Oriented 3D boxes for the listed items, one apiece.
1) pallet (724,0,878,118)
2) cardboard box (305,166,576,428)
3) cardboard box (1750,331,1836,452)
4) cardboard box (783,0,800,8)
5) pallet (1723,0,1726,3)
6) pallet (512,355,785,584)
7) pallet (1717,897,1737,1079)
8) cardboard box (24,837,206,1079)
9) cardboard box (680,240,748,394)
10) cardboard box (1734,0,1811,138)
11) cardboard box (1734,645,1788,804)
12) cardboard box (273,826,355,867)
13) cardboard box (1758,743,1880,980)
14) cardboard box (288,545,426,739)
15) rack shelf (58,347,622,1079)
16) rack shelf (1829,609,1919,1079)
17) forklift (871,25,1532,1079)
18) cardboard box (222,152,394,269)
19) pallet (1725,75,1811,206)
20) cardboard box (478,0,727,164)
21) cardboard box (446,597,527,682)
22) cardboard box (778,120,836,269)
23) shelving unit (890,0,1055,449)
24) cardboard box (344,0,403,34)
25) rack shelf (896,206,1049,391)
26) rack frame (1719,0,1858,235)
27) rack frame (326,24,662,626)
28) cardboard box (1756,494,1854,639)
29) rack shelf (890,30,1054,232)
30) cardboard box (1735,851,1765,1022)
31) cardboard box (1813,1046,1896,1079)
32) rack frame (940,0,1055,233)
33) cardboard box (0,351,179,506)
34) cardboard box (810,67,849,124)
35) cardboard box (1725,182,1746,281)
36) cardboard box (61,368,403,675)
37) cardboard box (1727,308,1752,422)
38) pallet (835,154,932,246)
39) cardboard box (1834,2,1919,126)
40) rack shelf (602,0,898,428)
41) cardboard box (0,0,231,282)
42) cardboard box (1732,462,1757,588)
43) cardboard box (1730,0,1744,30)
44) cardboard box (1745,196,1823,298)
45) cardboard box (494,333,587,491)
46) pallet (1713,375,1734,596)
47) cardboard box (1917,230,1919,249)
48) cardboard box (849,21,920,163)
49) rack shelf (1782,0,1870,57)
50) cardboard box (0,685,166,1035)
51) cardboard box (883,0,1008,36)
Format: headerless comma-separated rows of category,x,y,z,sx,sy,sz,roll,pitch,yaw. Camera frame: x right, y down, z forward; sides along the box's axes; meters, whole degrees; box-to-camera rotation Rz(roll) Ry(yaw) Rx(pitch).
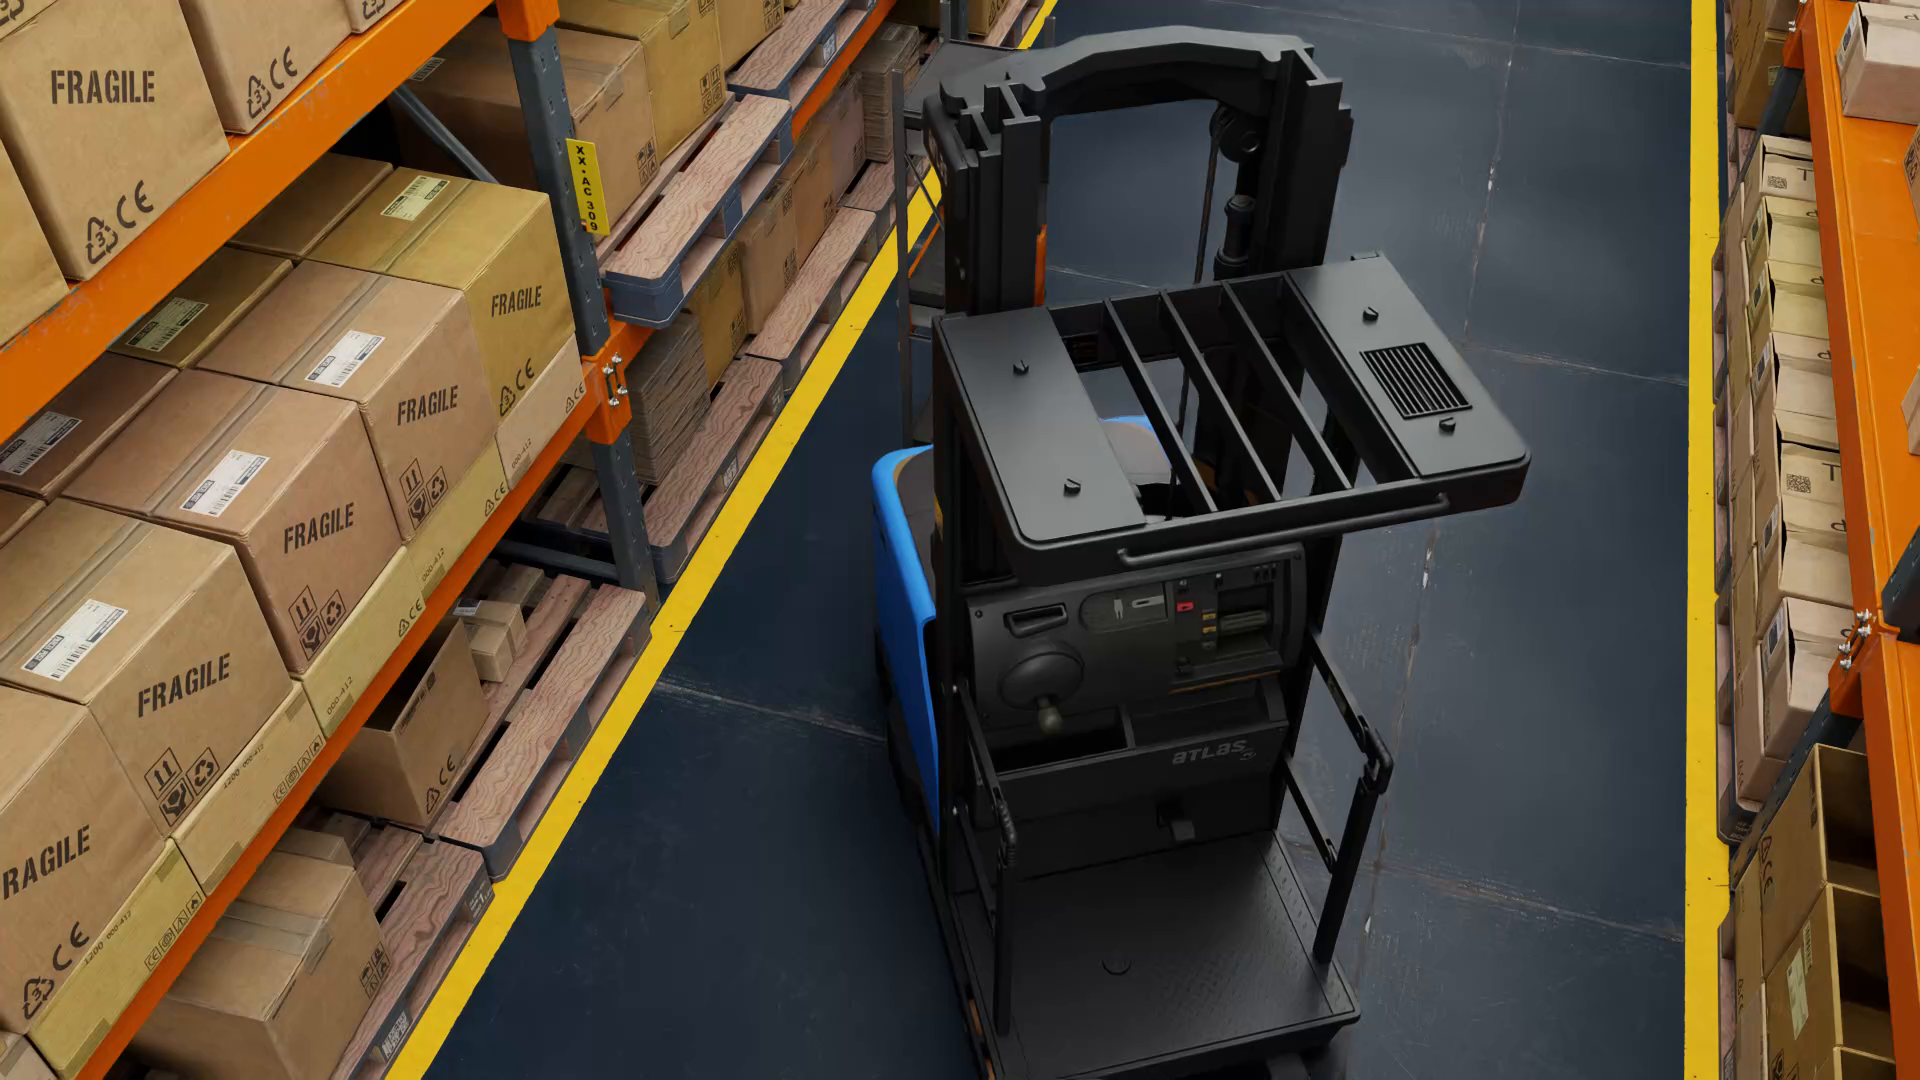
pallet,-1.008,-2.147,6.937,1.003,0.211,1.213,13,46,13
cardboard box,-1.508,-0.718,4.896,0.500,0.500,0.500,12,46,12
cardboard box,3.373,-0.544,6.426,0.500,0.311,0.500,12,46,12
cardboard box,-0.937,-2.586,6.862,0.700,0.500,0.500,13,46,13
pallet,5.275,-3.616,10.295,1.003,0.211,1.213,13,46,13
pallet,-1.425,-0.400,7.008,1.003,0.211,1.213,13,46,13
pallet,2.782,1.687,4.875,1.003,0.211,1.213,13,46,13
cardboard box,-2.117,0.890,3.789,0.500,0.250,0.500,12,46,12
cardboard box,-1.344,-0.991,7.090,0.700,0.500,0.500,12,46,12
cardboard box,4.334,-2.434,8.565,0.500,0.500,0.500,14,46,14
cardboard box,2.912,0.664,5.592,0.500,0.250,0.500,12,46,12
cardboard box,-2.163,1.046,5.260,0.380,0.149,0.250,9,45,9
cardboard box,2.624,0.977,4.737,0.500,0.500,0.500,13,46,13
cardboard box,-1.810,0.218,4.476,0.500,0.250,0.500,12,46,12
rack shelf,-2.265,0.713,4.391,1.077,0.370,4.000,13,46,13
rack shelf,2.457,1.759,3.322,1.077,0.370,4.000,13,46,13
forklift,0.535,0.354,4.293,1.130,2.935,3.031,-10,45,-10
cardboard box,-2.001,-0.830,5.010,0.500,0.500,0.500,12,46,12
pallet,4.536,-1.990,8.633,1.003,0.211,1.213,13,46,13
cardboard box,-1.297,-1.774,6.032,0.700,0.500,0.500,17,47,17
cardboard box,-1.793,0.341,5.968,0.380,0.166,0.250,7,45,7
cardboard box,-1.007,-1.661,7.775,0.700,0.500,0.500,12,46,12
shelving unit,0.050,-0.861,6.128,0.431,2.100,0.503,13,46,13
cardboard box,-1.577,-1.602,4.012,0.500,0.500,0.500,14,46,14
rack shelf,0.050,-0.851,6.138,0.431,0.518,0.480,13,46,13
rack frame,4.274,-2.497,7.157,1.000,3.000,0.127,13,46,13
rack frame,-1.659,-0.878,5.502,1.000,3.000,0.127,13,46,13
cardboard box,3.064,0.123,5.745,0.500,0.311,0.500,14,46,14
rack shelf,0.050,-1.351,5.648,0.431,0.518,0.480,13,46,13
cardboard box,2.634,1.247,4.997,0.500,0.250,0.500,13,46,13
cardboard box,2.321,1.643,4.056,0.500,0.500,0.500,13,46,13
rack frame,0.124,-1.023,6.295,0.400,2.100,0.015,13,46,13
cardboard box,-2.317,-0.155,4.320,0.500,0.500,0.500,14,46,14
cardboard box,-0.849,-2.218,7.808,0.500,0.250,0.500,13,46,13
cardboard box,3.836,-1.377,7.679,0.500,0.250,0.500,12,46,12
cardboard box,-1.816,-0.051,4.214,0.500,0.500,0.500,11,46,11
cardboard box,3.533,-0.694,6.981,0.500,0.250,0.500,11,46,11
pallet,-0.686,-2.027,8.670,1.003,0.211,1.213,13,46,13
cardboard box,3.819,-1.910,6.621,0.500,0.311,0.500,12,46,12
rack shelf,-1.054,-1.954,7.116,1.077,0.370,4.000,13,46,13
cardboard box,-1.874,-0.892,3.286,0.500,0.500,0.500,11,45,11
cardboard box,3.222,-0.014,6.285,0.500,0.250,0.500,13,46,13
cardboard box,4.644,-3.130,9.277,0.500,0.500,0.500,11,45,11
cardboard box,3.685,-1.226,7.123,0.500,0.311,0.500,11,46,12
cardboard box,-1.514,-0.451,5.159,0.500,0.250,0.500,13,46,13
pallet,3.617,-0.149,6.752,1.003,0.211,1.213,13,46,13
cardboard box,3.622,-1.060,5.617,0.500,0.500,0.500,13,46,13
cardboard box,-0.616,-2.317,8.445,0.700,0.500,0.500,13,46,13
rack shelf,4.880,-3.573,8.771,1.077,0.370,4.000,13,46,13
cardboard box,-2.118,0.642,3.506,0.500,0.500,0.500,11,45,11
cardboard box,-0.100,-3.388,9.304,0.750,0.750,0.750,12,46,12
